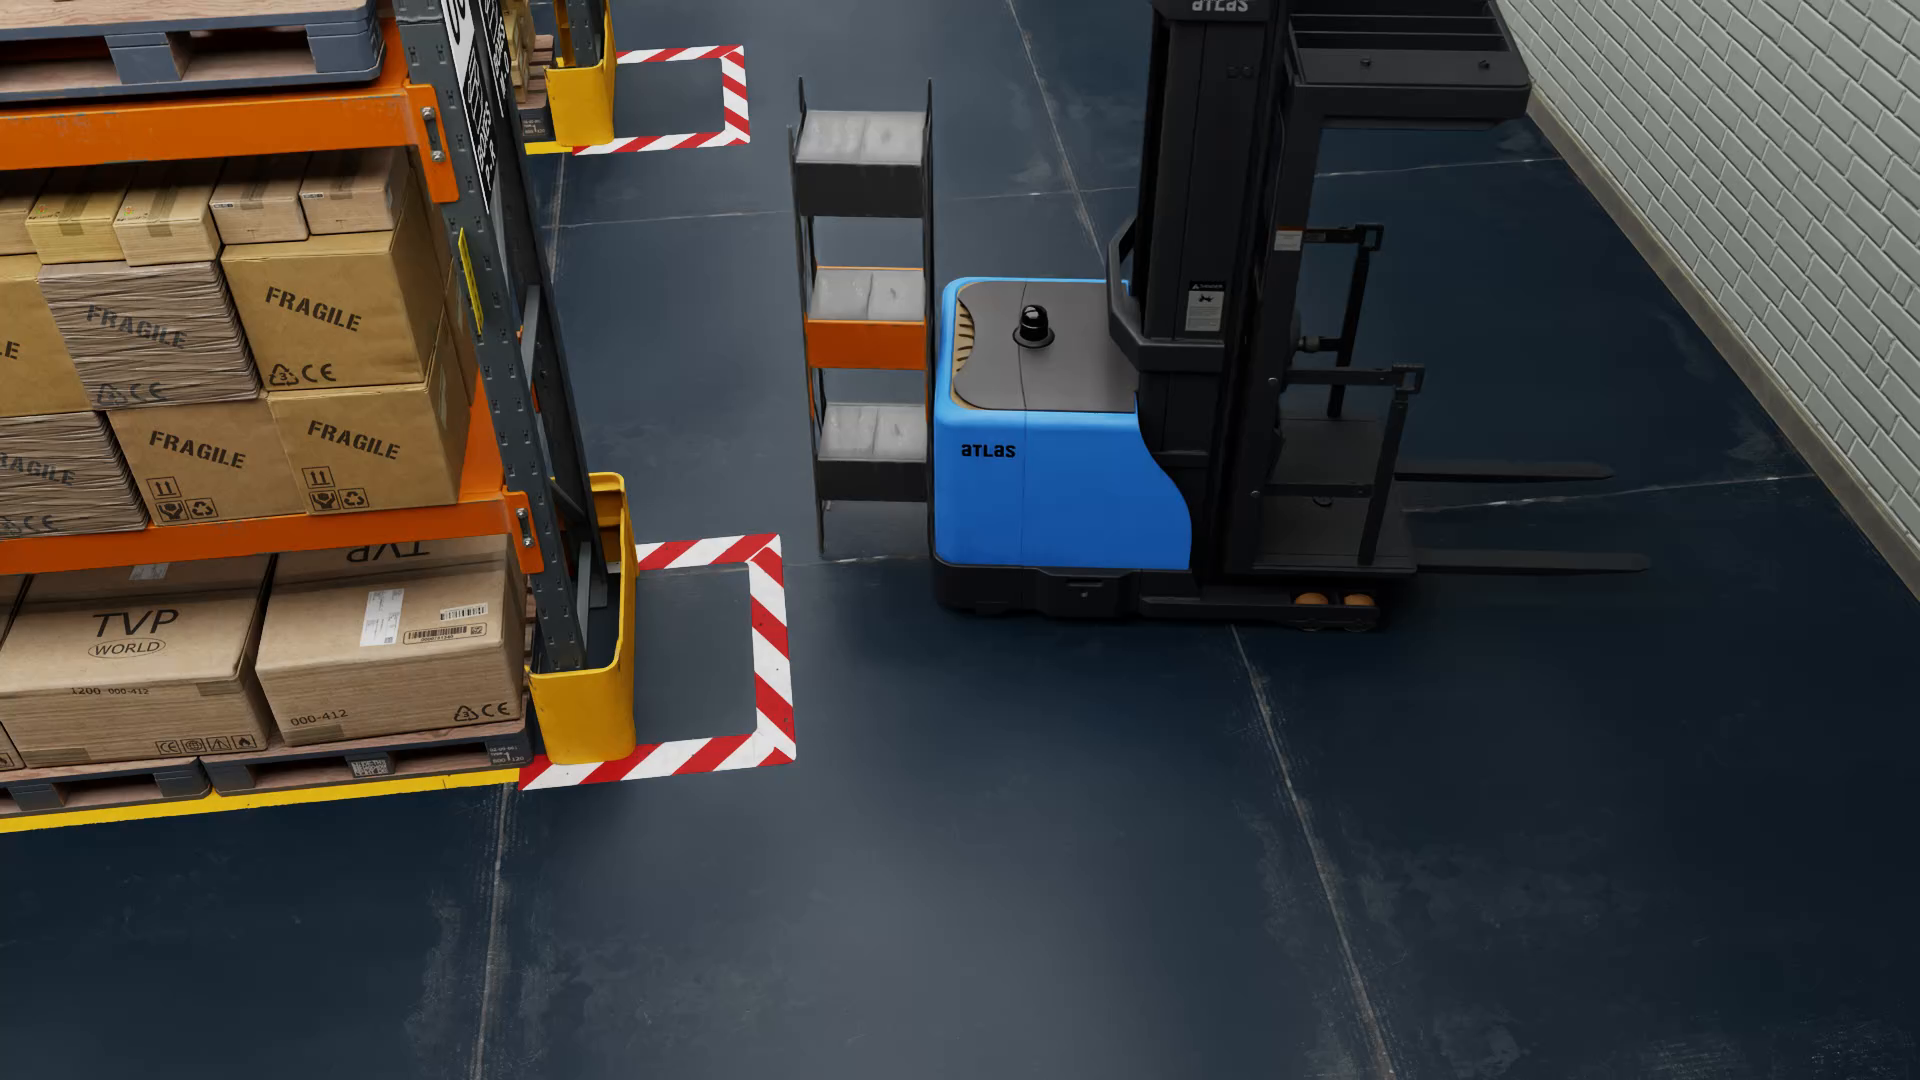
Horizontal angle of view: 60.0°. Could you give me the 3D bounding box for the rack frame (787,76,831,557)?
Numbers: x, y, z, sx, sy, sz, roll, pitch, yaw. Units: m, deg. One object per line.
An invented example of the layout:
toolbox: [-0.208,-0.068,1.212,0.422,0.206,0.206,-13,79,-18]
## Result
rack frame: [-0.607,-0.837,6.825,0.015,2.100,0.400,1,42,2]

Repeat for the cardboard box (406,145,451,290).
cardboard box: [-2.055,-1.186,5.719,0.500,0.500,0.500,-6,42,-6]

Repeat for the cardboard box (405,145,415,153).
cardboard box: [-1.930,-1.432,5.508,0.250,0.149,0.380,-4,42,-5]

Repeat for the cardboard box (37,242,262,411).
cardboard box: [-2.503,-0.773,5.262,0.500,0.500,0.500,-5,42,-5]

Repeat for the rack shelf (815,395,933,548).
rack shelf: [-0.364,-0.301,7.296,0.480,0.518,0.431,1,42,2]

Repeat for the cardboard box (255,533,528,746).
cardboard box: [-2.183,0.289,6.504,0.875,0.438,0.875,-6,42,-7]

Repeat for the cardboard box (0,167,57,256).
cardboard box: [-2.889,-1.028,5.060,0.250,0.149,0.380,-5,42,-6]

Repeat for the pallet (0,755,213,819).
pallet: [-3.532,0.631,6.608,1.213,0.211,1.003,-5,42,-6]

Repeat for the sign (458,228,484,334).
sign: [-1.485,-0.786,5.056,0.005,0.325,0.100,-5,42,-6]

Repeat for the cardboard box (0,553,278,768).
cardboard box: [-3.090,0.375,6.410,0.875,0.438,0.875,-4,42,-4]

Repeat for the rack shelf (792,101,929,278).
rack shelf: [-0.364,-1.340,6.359,0.480,0.518,0.431,1,42,2]

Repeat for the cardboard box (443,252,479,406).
cardboard box: [-2.055,-0.816,6.055,0.500,0.500,0.500,-5,42,-6]

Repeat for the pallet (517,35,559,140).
pallet: [-3.169,-2.819,10.433,1.213,0.211,1.003,-5,42,-6]

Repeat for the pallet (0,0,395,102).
pallet: [-2.276,-1.639,4.870,1.213,0.211,1.003,-5,42,-6]

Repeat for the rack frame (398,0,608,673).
rack frame: [-1.542,-0.630,5.924,0.127,3.000,1.000,-5,42,-6]

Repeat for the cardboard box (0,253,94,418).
cardboard box: [-2.994,-0.732,5.216,0.500,0.500,0.500,-5,42,-6]

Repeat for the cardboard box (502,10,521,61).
cardboard box: [-2.776,-3.012,9.936,0.250,0.149,0.380,-5,42,-5]

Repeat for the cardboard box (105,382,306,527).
cardboard box: [-2.485,-0.416,5.612,0.500,0.500,0.500,-6,42,-6]

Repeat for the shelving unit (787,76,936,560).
shelving unit: [-0.364,-0.831,6.818,0.503,2.100,0.431,1,42,2]

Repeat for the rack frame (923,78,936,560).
rack frame: [-0.120,-0.825,6.812,0.015,2.100,0.400,1,42,2]

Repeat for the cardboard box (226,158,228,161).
cardboard box: [-2.566,-1.136,5.664,0.500,0.500,0.500,-6,42,-7]

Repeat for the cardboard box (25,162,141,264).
cardboard box: [-2.621,-1.004,5.033,0.250,0.149,0.380,-4,42,-5]

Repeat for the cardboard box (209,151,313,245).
cardboard box: [-2.120,-1.077,5.114,0.250,0.149,0.380,-4,42,-5]

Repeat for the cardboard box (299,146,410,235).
cardboard box: [-1.872,-1.115,5.156,0.250,0.149,0.380,-4,42,-5]

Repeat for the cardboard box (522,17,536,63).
cardboard box: [-2.845,-3.173,10.558,0.250,0.149,0.380,-4,42,-5]

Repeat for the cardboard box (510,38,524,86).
cardboard box: [-2.770,-2.881,10.012,0.250,0.149,0.380,-6,42,-7]

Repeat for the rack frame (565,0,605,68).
rack frame: [-2.284,-3.908,9.559,0.127,3.000,1.000,-5,42,-6]

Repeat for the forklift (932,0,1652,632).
forklift: [1.413,-1.065,6.457,3.031,2.935,1.130,1,42,2]

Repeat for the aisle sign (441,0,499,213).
aisle sign: [-1.430,-1.395,4.832,0.004,0.787,0.394,-5,42,-6]

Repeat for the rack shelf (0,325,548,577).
rack shelf: [-3.525,-0.189,5.972,4.000,0.370,1.077,-5,42,-6]

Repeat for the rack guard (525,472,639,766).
rack guard: [-1.518,0.296,6.763,0.348,0.500,1.175,-5,42,-6]

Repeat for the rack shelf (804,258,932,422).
rack shelf: [-0.364,-0.820,6.827,0.480,0.518,0.431,1,42,2]

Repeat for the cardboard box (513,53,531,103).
cardboard box: [-2.779,-2.822,10.169,0.250,0.149,0.380,-4,42,-5]

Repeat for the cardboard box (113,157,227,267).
cardboard box: [-2.365,-0.999,5.027,0.250,0.149,0.380,-5,42,-6]

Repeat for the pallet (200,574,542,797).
pallet: [-2.325,0.527,6.723,1.213,0.211,1.003,-5,42,-6]

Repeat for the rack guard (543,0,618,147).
rack guard: [-2.359,-2.974,10.389,0.348,0.500,1.175,-5,42,-6]

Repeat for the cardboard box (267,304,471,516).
cardboard box: [-1.986,-0.449,5.649,0.500,0.500,0.500,-5,42,-5]

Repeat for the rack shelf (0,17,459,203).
rack shelf: [-3.525,-1.303,4.967,4.000,0.370,1.077,-5,42,-6]

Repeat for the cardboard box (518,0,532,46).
cardboard box: [-2.837,-3.241,10.412,0.250,0.149,0.380,-3,42,-4]

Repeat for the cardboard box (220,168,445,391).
cardboard box: [-1.989,-0.838,5.334,0.500,0.500,0.500,-4,42,-4]

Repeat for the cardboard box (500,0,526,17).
cardboard box: [-2.847,-3.407,10.373,0.250,0.149,0.380,-7,42,-7]

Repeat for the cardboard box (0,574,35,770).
cardboard box: [-3.984,0.452,6.324,0.875,0.438,0.875,-6,42,-7]

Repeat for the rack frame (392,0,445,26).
rack frame: [-1.542,-2.857,3.914,0.127,3.000,1.000,-5,42,-6]

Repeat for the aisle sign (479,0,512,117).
aisle sign: [-1.508,-1.794,5.273,0.004,0.787,0.394,-5,42,-6]

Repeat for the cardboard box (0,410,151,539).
cardboard box: [-2.994,-0.364,5.555,0.500,0.500,0.500,-4,42,-4]
